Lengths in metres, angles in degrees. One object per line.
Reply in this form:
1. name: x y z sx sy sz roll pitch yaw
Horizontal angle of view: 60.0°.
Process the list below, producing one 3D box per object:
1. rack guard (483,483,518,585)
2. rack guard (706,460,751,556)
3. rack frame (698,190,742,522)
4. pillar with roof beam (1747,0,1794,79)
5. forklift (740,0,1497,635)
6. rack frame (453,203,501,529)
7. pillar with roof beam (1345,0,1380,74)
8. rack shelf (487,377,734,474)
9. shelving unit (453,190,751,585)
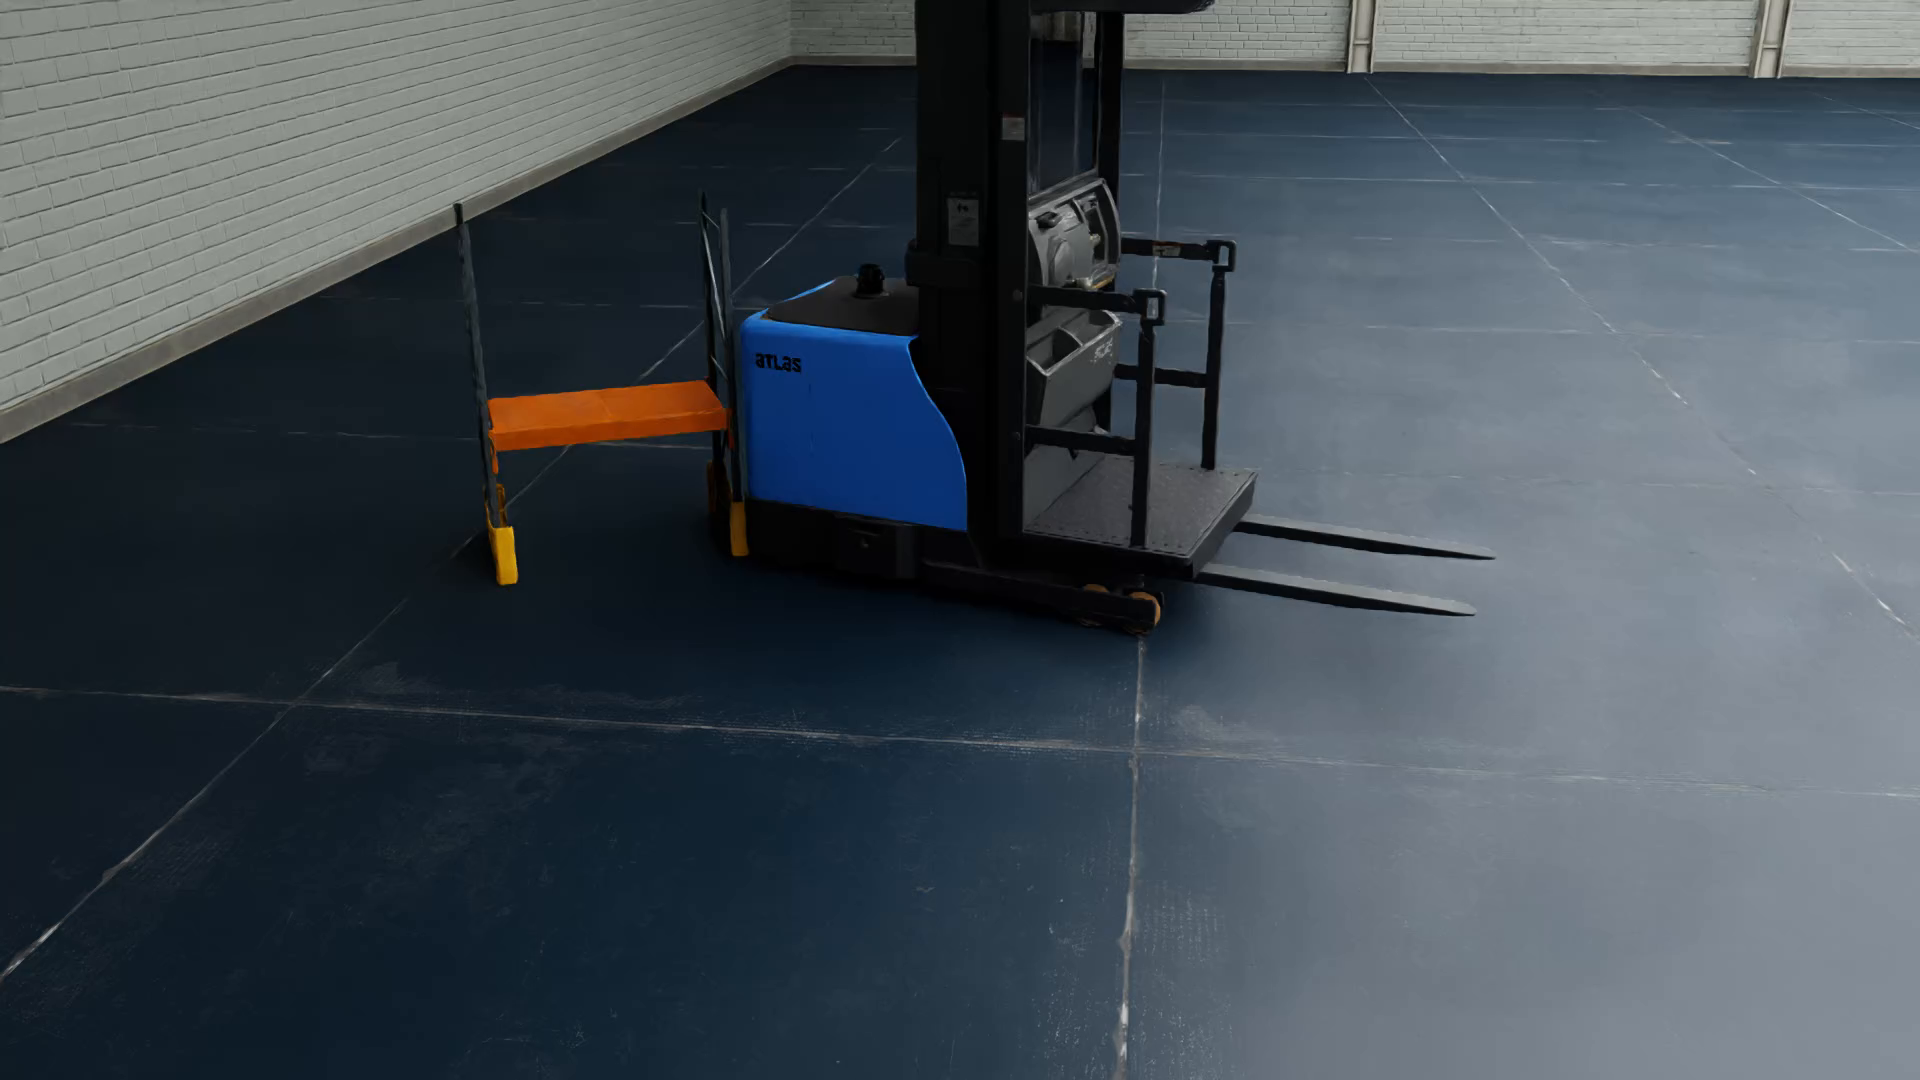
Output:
1. rack guard: -1.986 -0.033 7.183 0.087 0.250 0.587 -7 23 -17
2. rack guard: -1.042 -0.150 7.479 0.087 0.250 0.587 -7 23 -17
3. rack frame: -1.041 -0.731 7.249 0.032 1.500 0.500 -7 23 -17
4. pillar with roof beam: 11.638 -9.607 19.499 0.400 9.000 9.100 2 22 6
5. forklift: 0.643 -1.214 6.523 3.031 2.935 1.130 9 23 22
6. rack frame: -2.005 -0.612 6.948 0.032 1.500 0.500 -7 23 -17
7. pillar with roof beam: 5.680 -9.866 20.156 0.400 9.000 9.100 2 22 6
8. rack shelf: -1.523 -0.504 7.165 1.000 0.185 0.538 -7 23 -17
9. shelving unit: -1.514 -0.673 7.101 1.083 1.500 0.587 -7 23 -17
